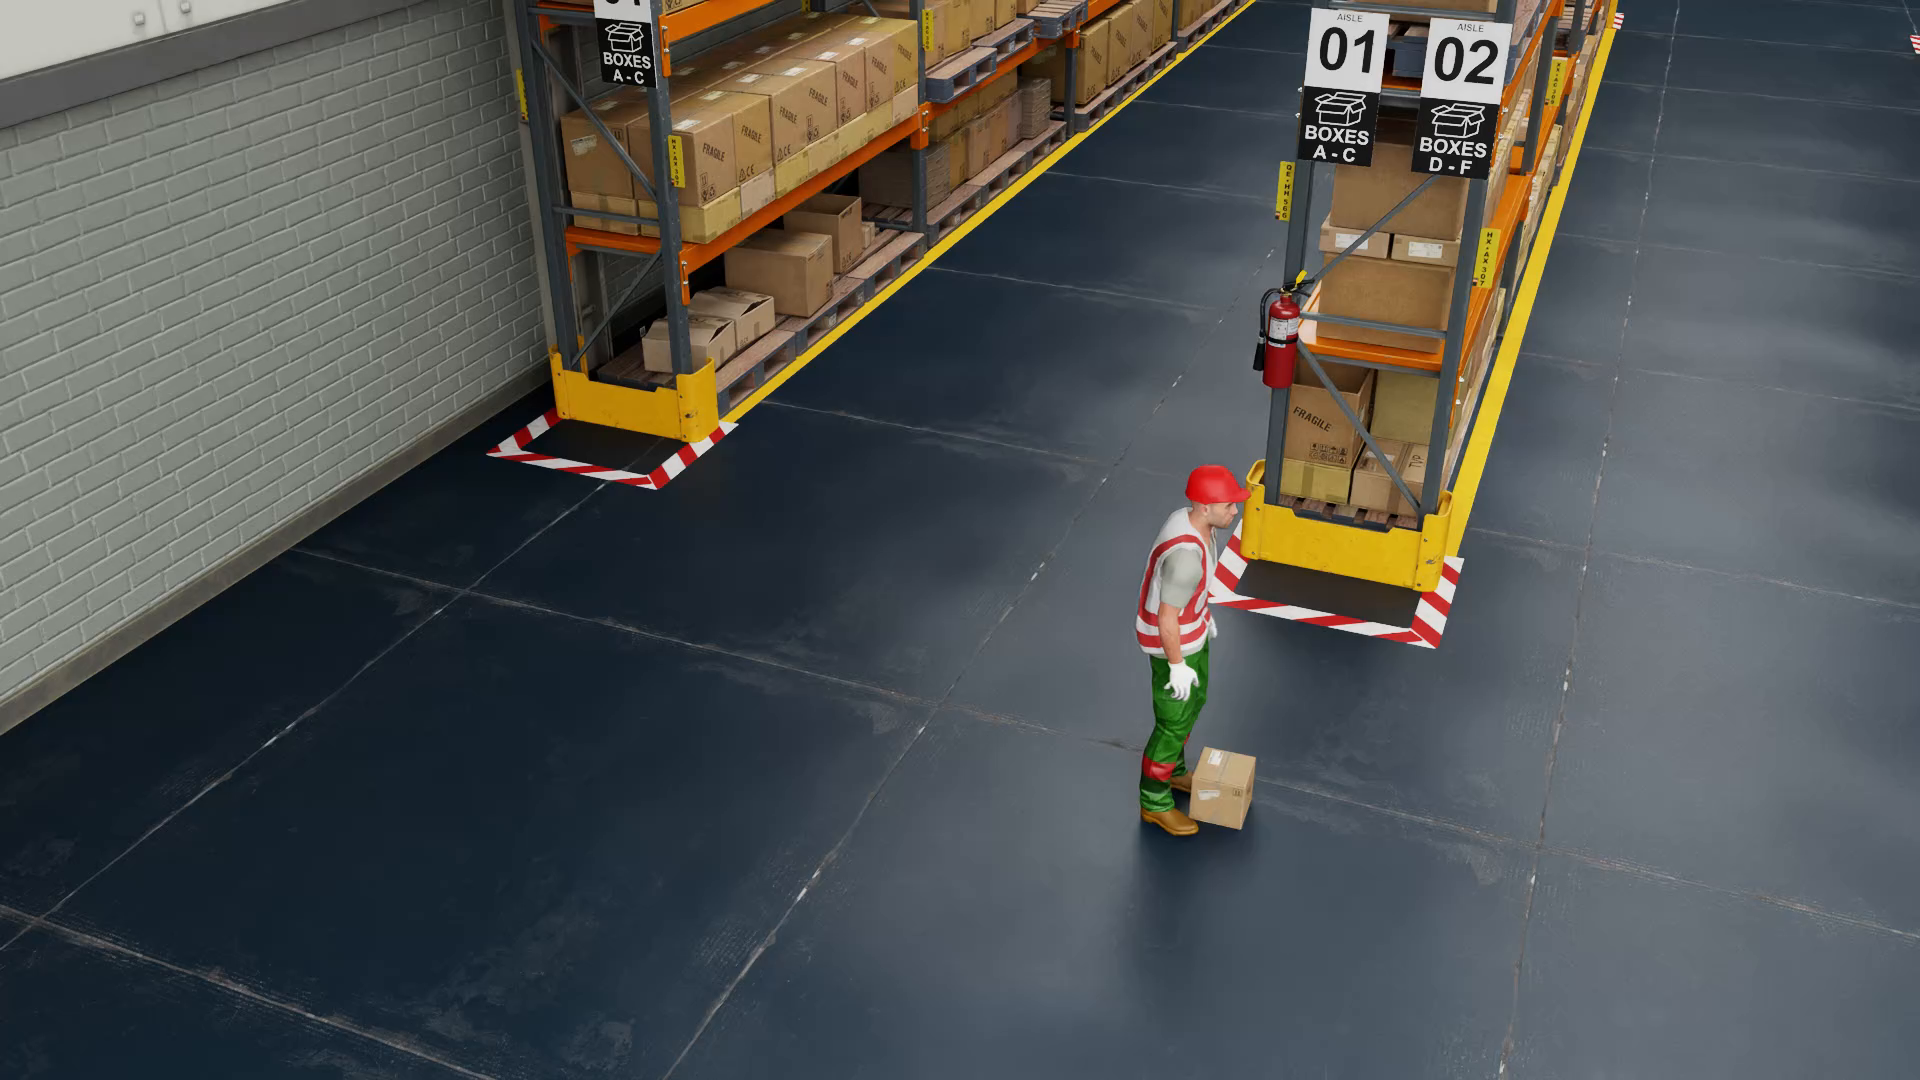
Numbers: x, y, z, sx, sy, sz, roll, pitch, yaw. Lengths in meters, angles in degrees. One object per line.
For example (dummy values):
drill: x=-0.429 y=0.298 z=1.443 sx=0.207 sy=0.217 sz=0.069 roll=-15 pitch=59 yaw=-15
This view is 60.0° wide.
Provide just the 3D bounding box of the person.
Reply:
person: x=1.032 y=0.463 z=7.561 sx=0.445 sy=1.781 sz=0.622 roll=10 pitch=31 yaw=17
